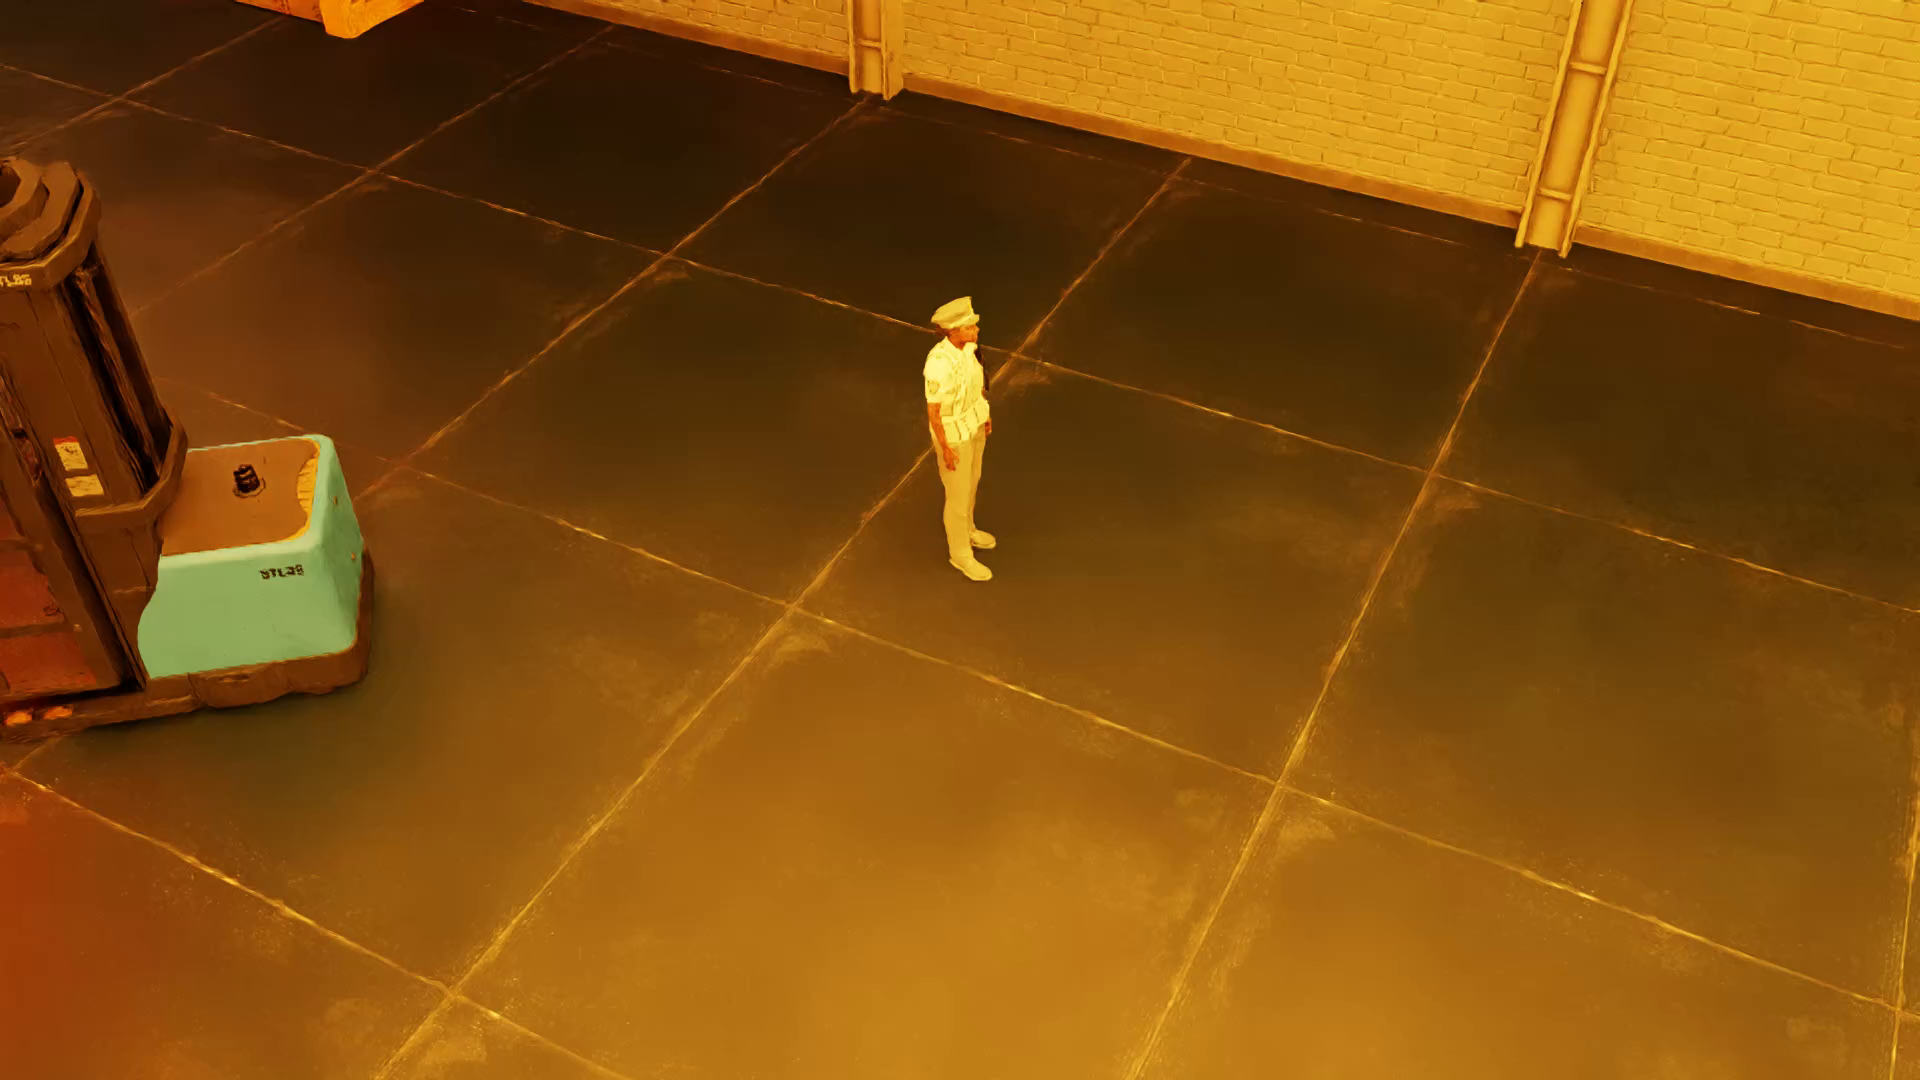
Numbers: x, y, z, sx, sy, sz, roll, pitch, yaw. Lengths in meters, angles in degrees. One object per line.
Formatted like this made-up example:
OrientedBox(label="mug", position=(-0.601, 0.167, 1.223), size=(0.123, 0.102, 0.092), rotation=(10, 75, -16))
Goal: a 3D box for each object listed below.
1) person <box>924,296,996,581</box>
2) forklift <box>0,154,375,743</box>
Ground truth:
OrientedBox(label="person", position=(0.058, -0.620, 9.671), size=(0.529, 1.695, 0.570), rotation=(18, 43, 21))
OrientedBox(label="forklift", position=(-4.884, -0.404, 8.466), size=(3.031, 2.935, 1.130), rotation=(-8, 41, -9))
